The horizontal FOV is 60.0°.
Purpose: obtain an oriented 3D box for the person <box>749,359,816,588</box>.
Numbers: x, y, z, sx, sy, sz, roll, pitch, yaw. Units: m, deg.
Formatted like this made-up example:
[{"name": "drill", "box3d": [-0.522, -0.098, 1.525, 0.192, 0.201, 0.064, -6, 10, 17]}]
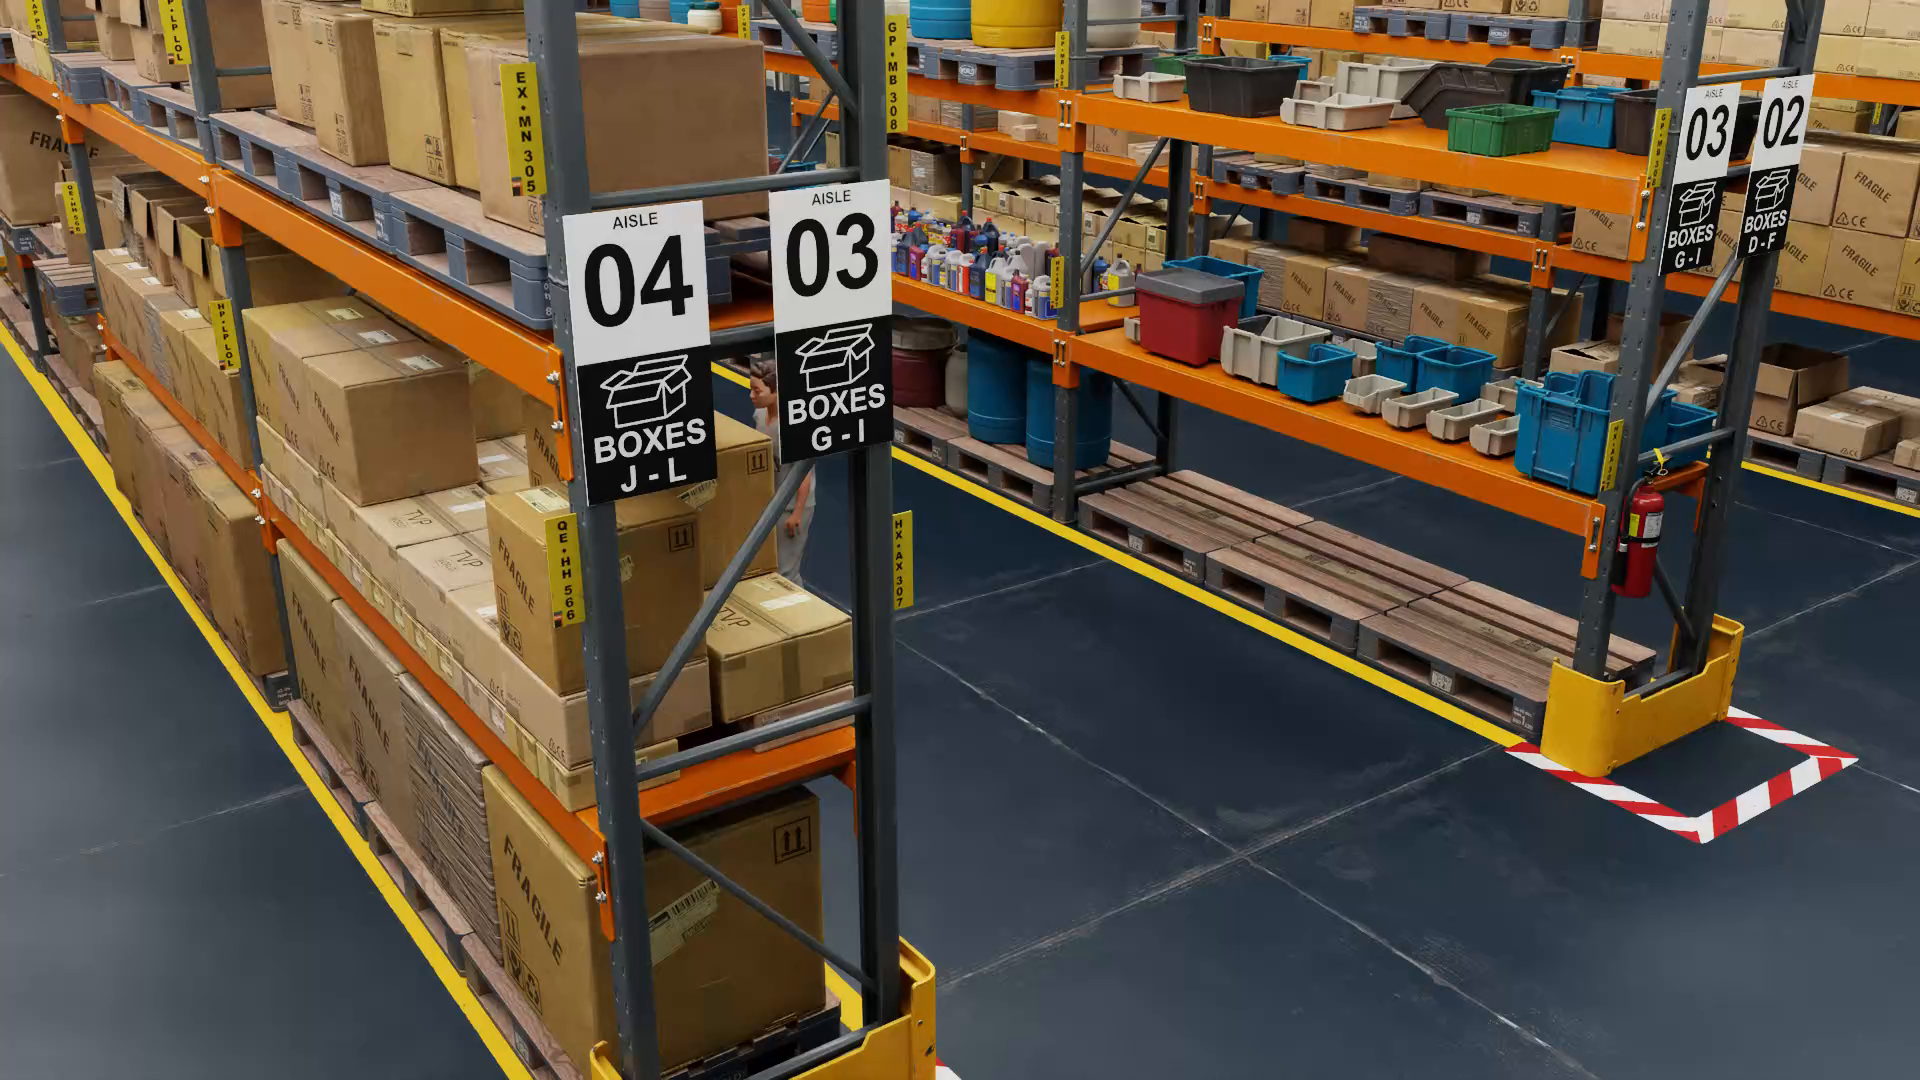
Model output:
[{"name": "person", "box3d": [-0.994, -0.177, 9.037, 0.407, 1.673, 0.485, -15, 26, -33]}]
